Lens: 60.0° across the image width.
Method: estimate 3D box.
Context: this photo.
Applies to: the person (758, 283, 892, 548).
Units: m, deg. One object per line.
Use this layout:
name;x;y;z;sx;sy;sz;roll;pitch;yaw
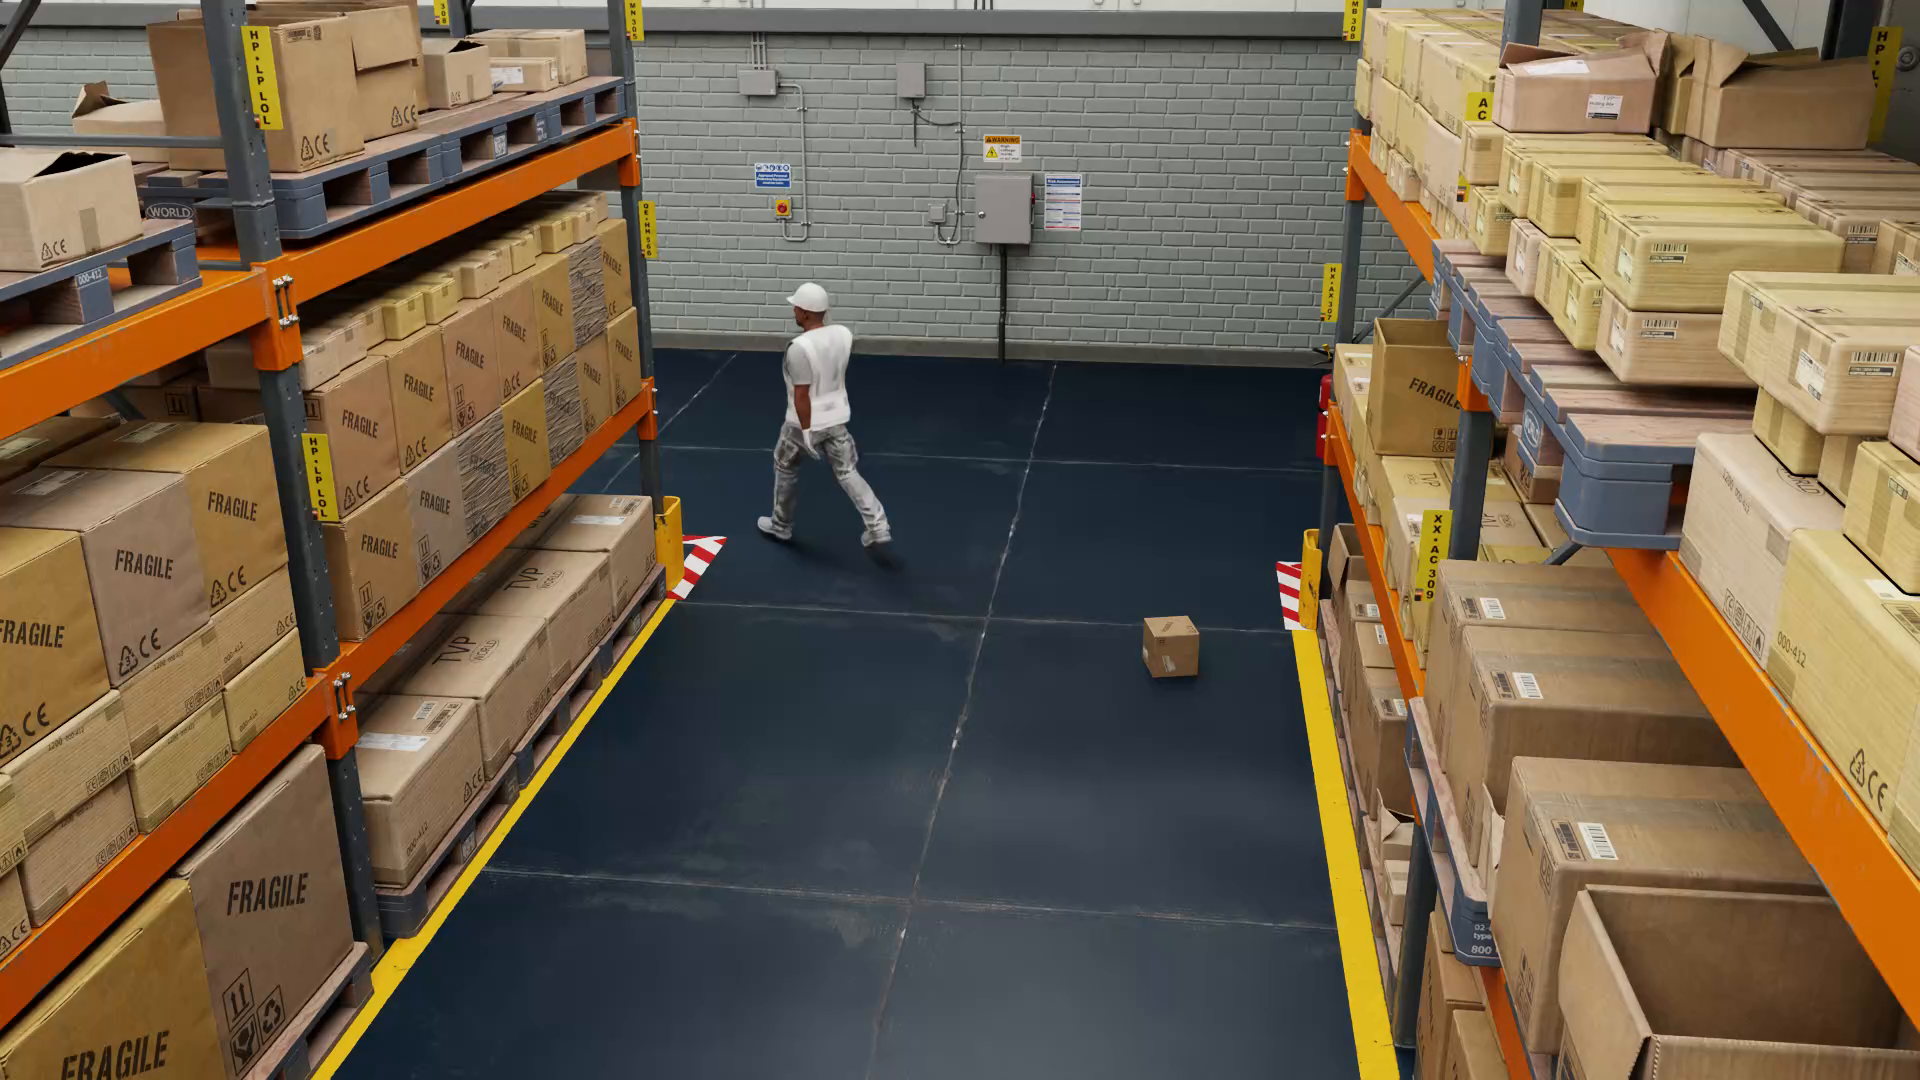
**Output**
person;-0.898;-0.773;10.567;0.538;1.735;1.078;-19;28;-40
